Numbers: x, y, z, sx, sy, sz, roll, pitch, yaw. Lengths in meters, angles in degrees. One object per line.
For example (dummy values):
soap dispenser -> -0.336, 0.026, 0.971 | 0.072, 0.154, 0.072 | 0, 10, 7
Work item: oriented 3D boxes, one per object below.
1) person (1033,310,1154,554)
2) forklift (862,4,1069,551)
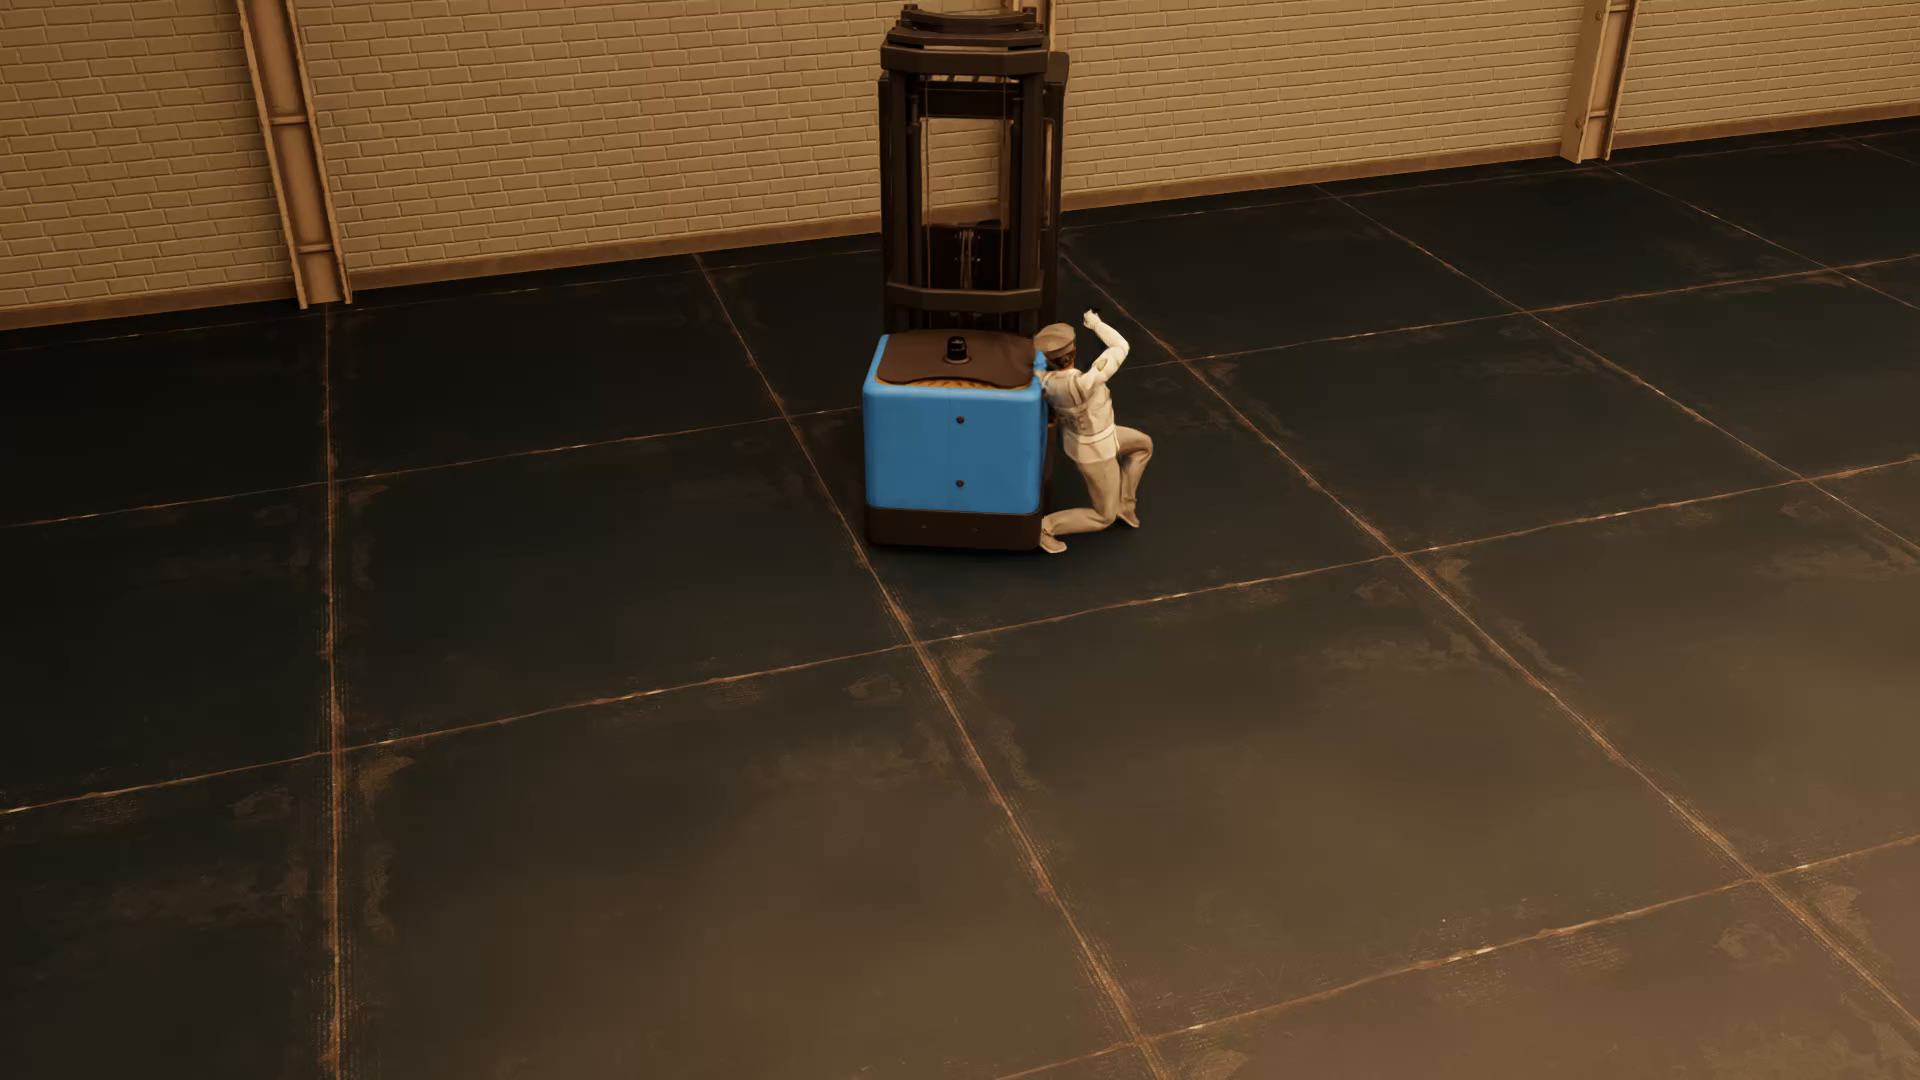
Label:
person -> 0.695, -0.722, 9.892 | 0.848, 1.428, 0.975 | -11, 32, -18
forklift -> 0.090, -1.916, 10.417 | 1.130, 2.935, 3.031 | 3, 30, 5
